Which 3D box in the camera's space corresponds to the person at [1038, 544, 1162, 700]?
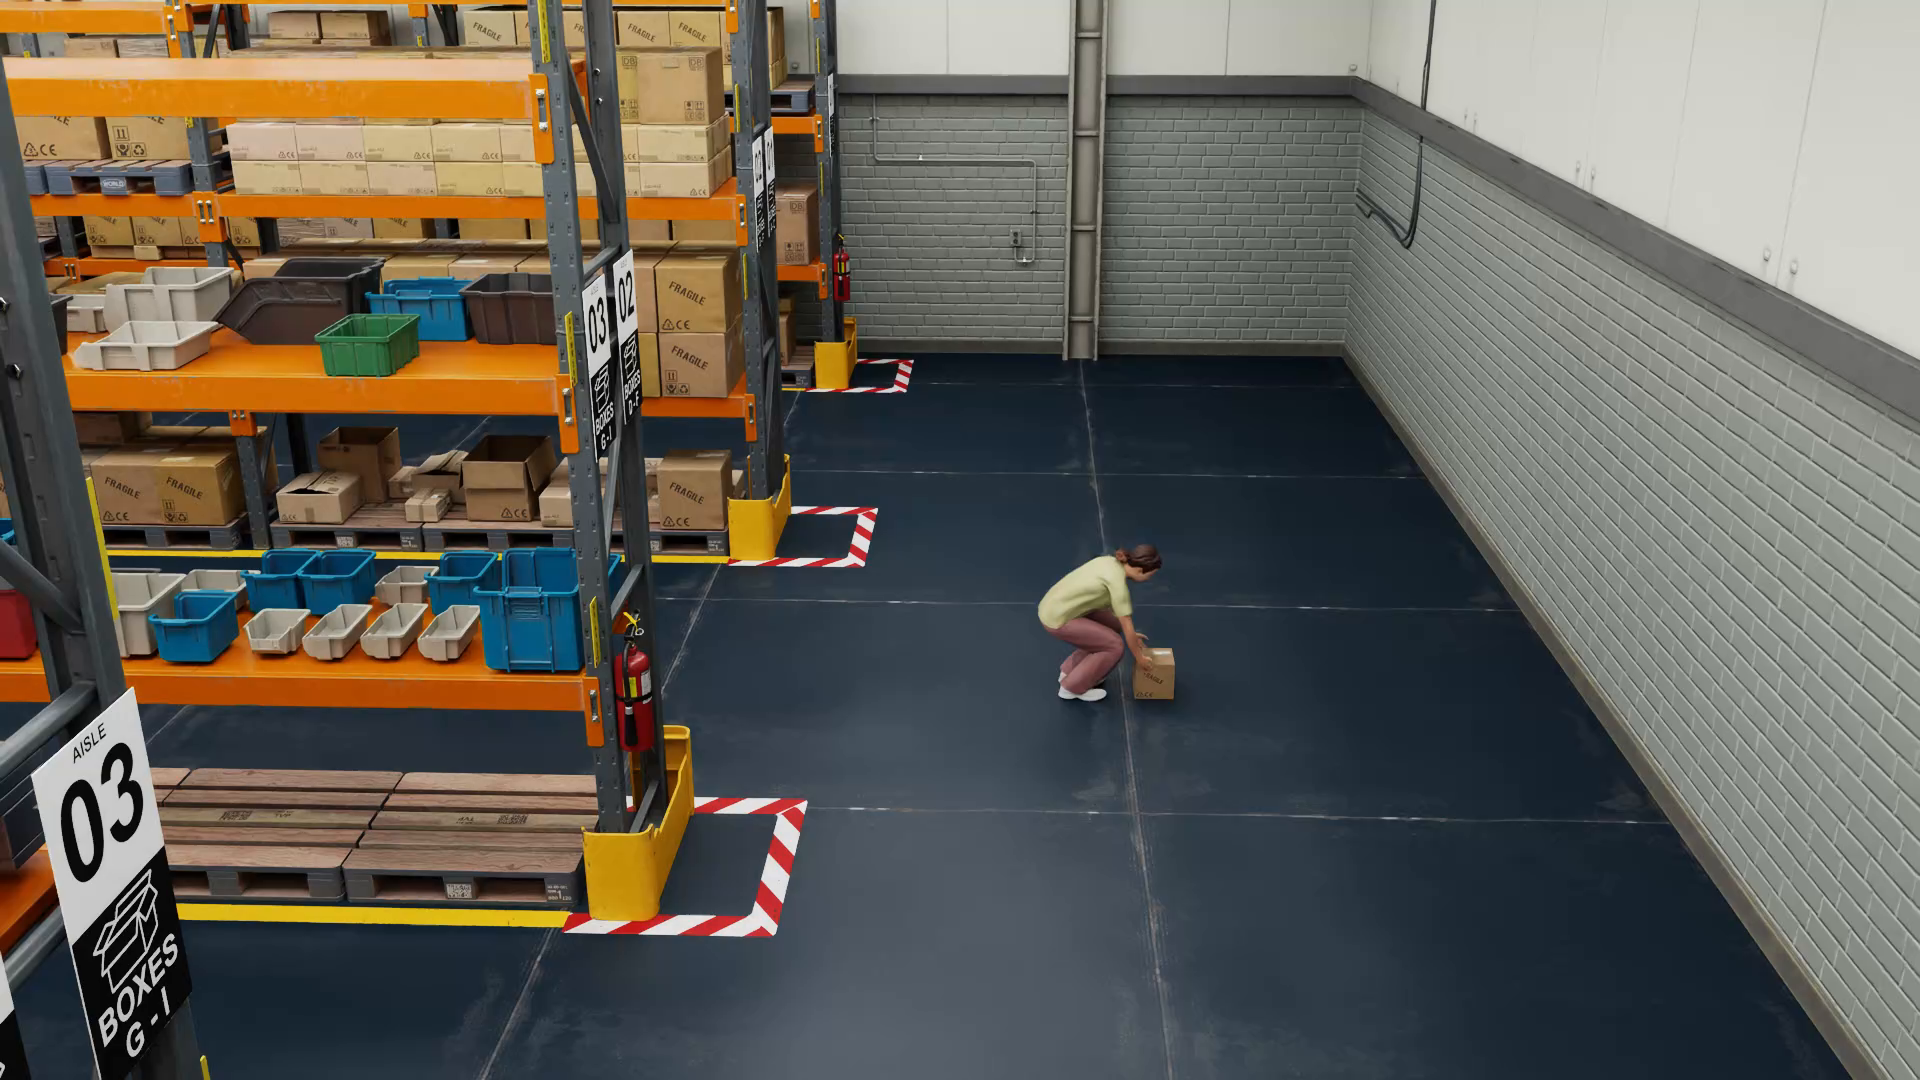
[{"bbox_3d":[0.894,0.505,10.713,0.782,0.998,0.494,1,21,2],"label":"person"}]
